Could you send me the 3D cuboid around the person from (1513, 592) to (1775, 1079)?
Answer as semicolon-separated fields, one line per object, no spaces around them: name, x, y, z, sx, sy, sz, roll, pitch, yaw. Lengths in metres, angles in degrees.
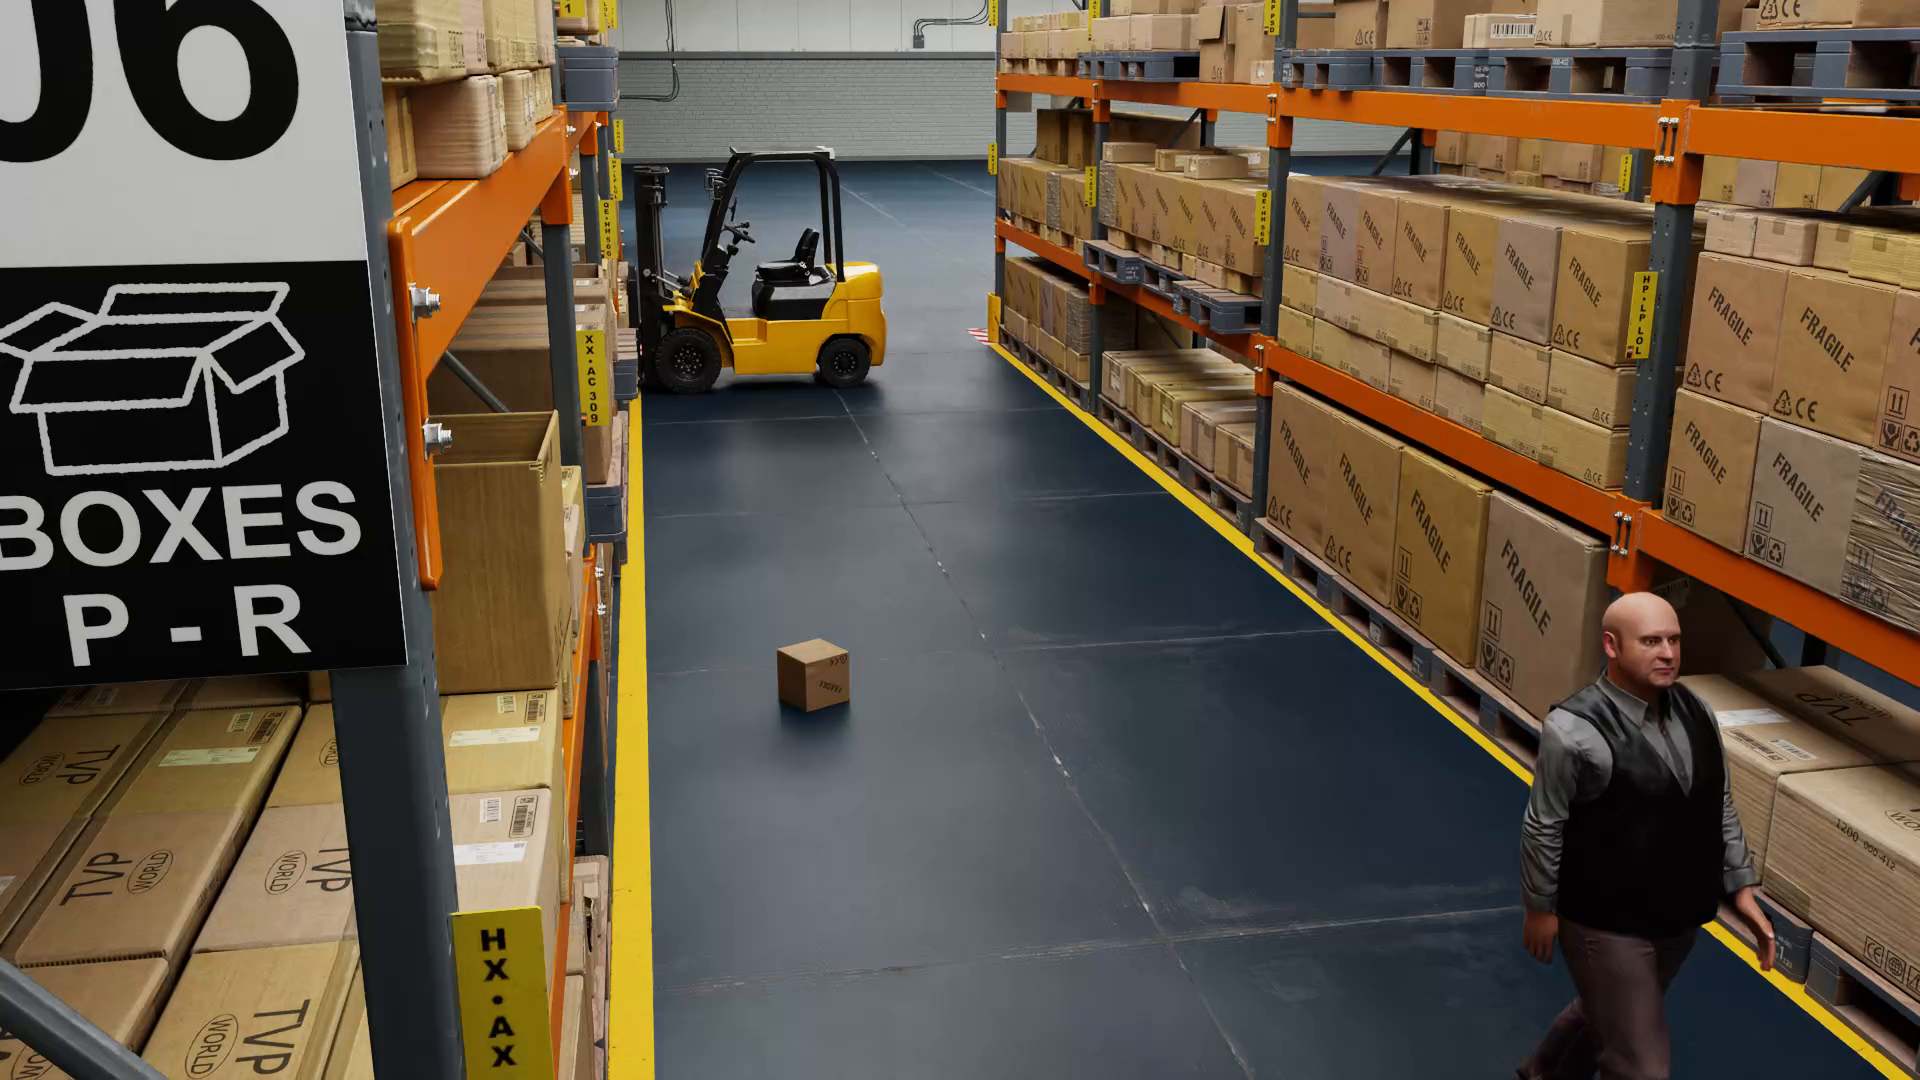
person;1.774;1.014;4.215;0.545;1.596;0.926;-8;18;-26
